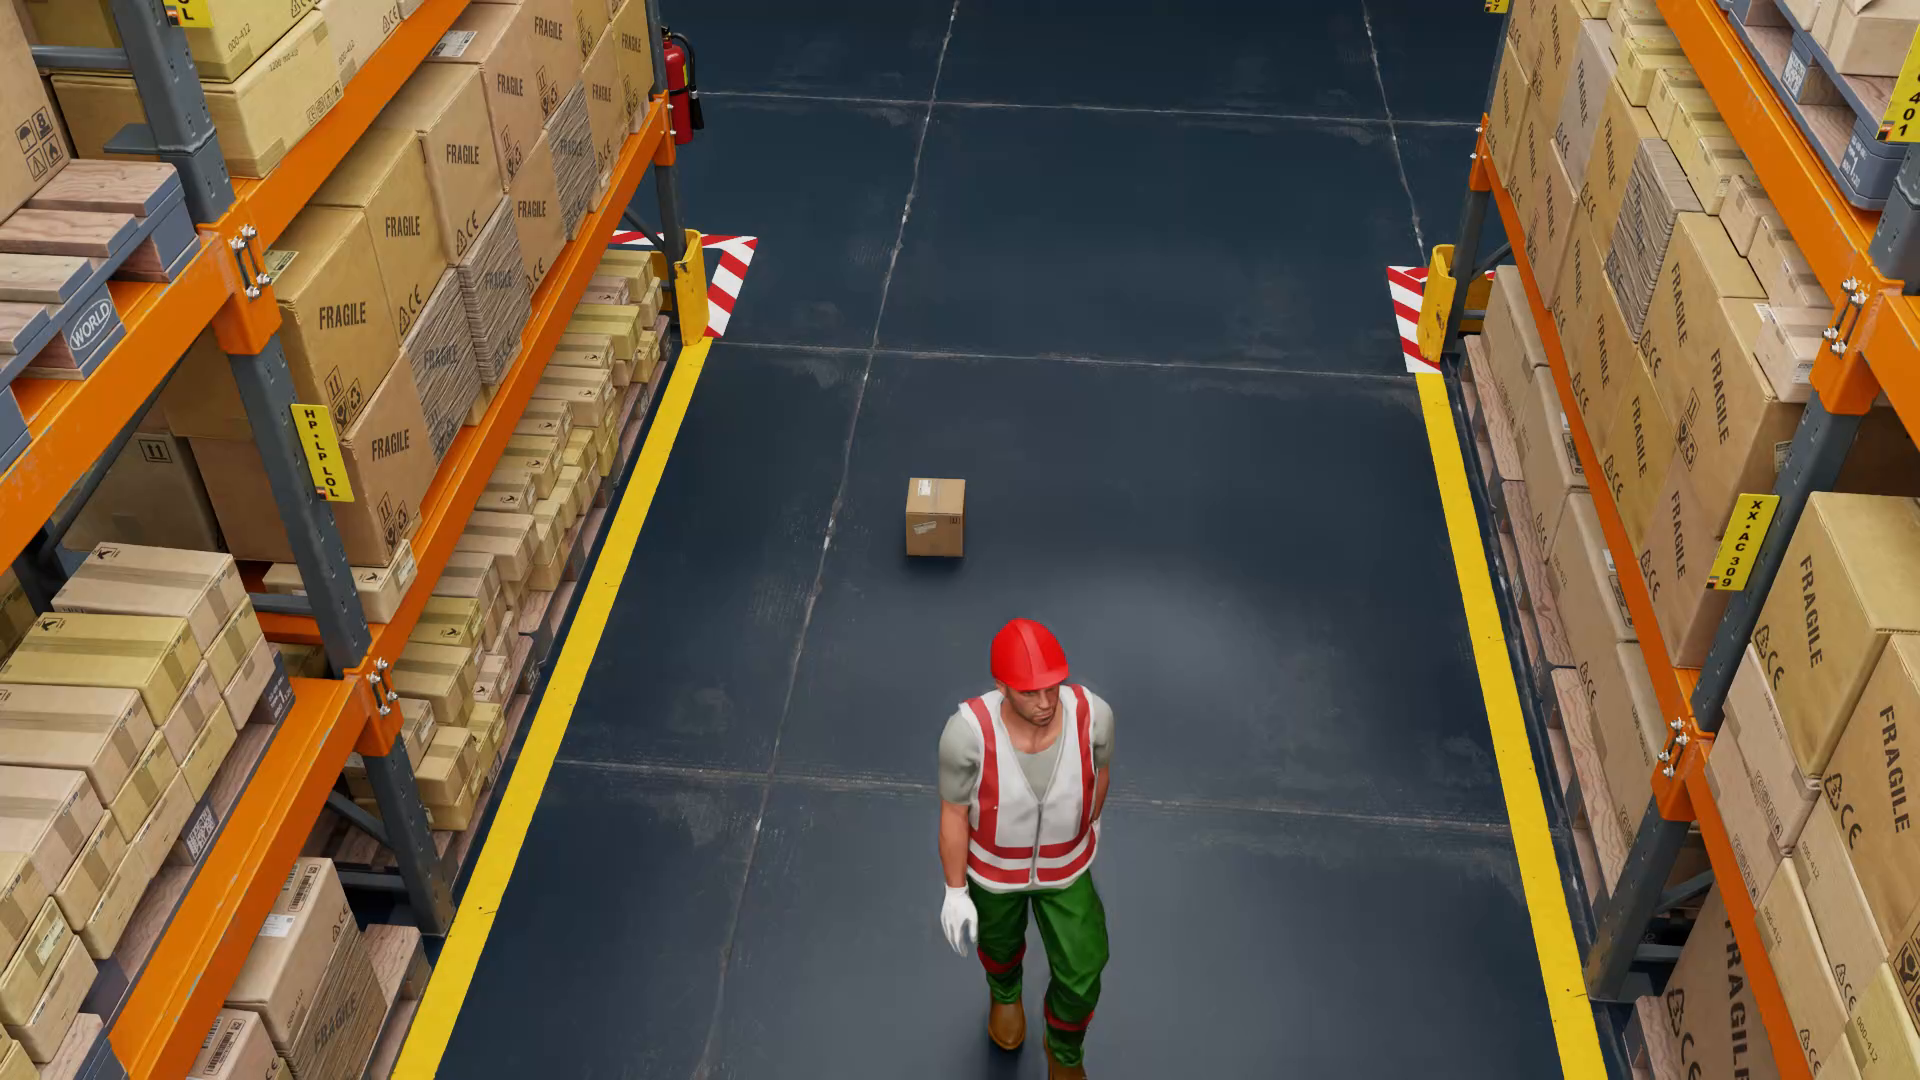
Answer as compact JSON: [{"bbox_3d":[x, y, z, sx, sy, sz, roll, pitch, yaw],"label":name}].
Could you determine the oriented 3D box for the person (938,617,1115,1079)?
[{"bbox_3d":[0.197,1.003,4.940,0.538,1.841,0.528,-4,40,-5],"label":"person"}]
